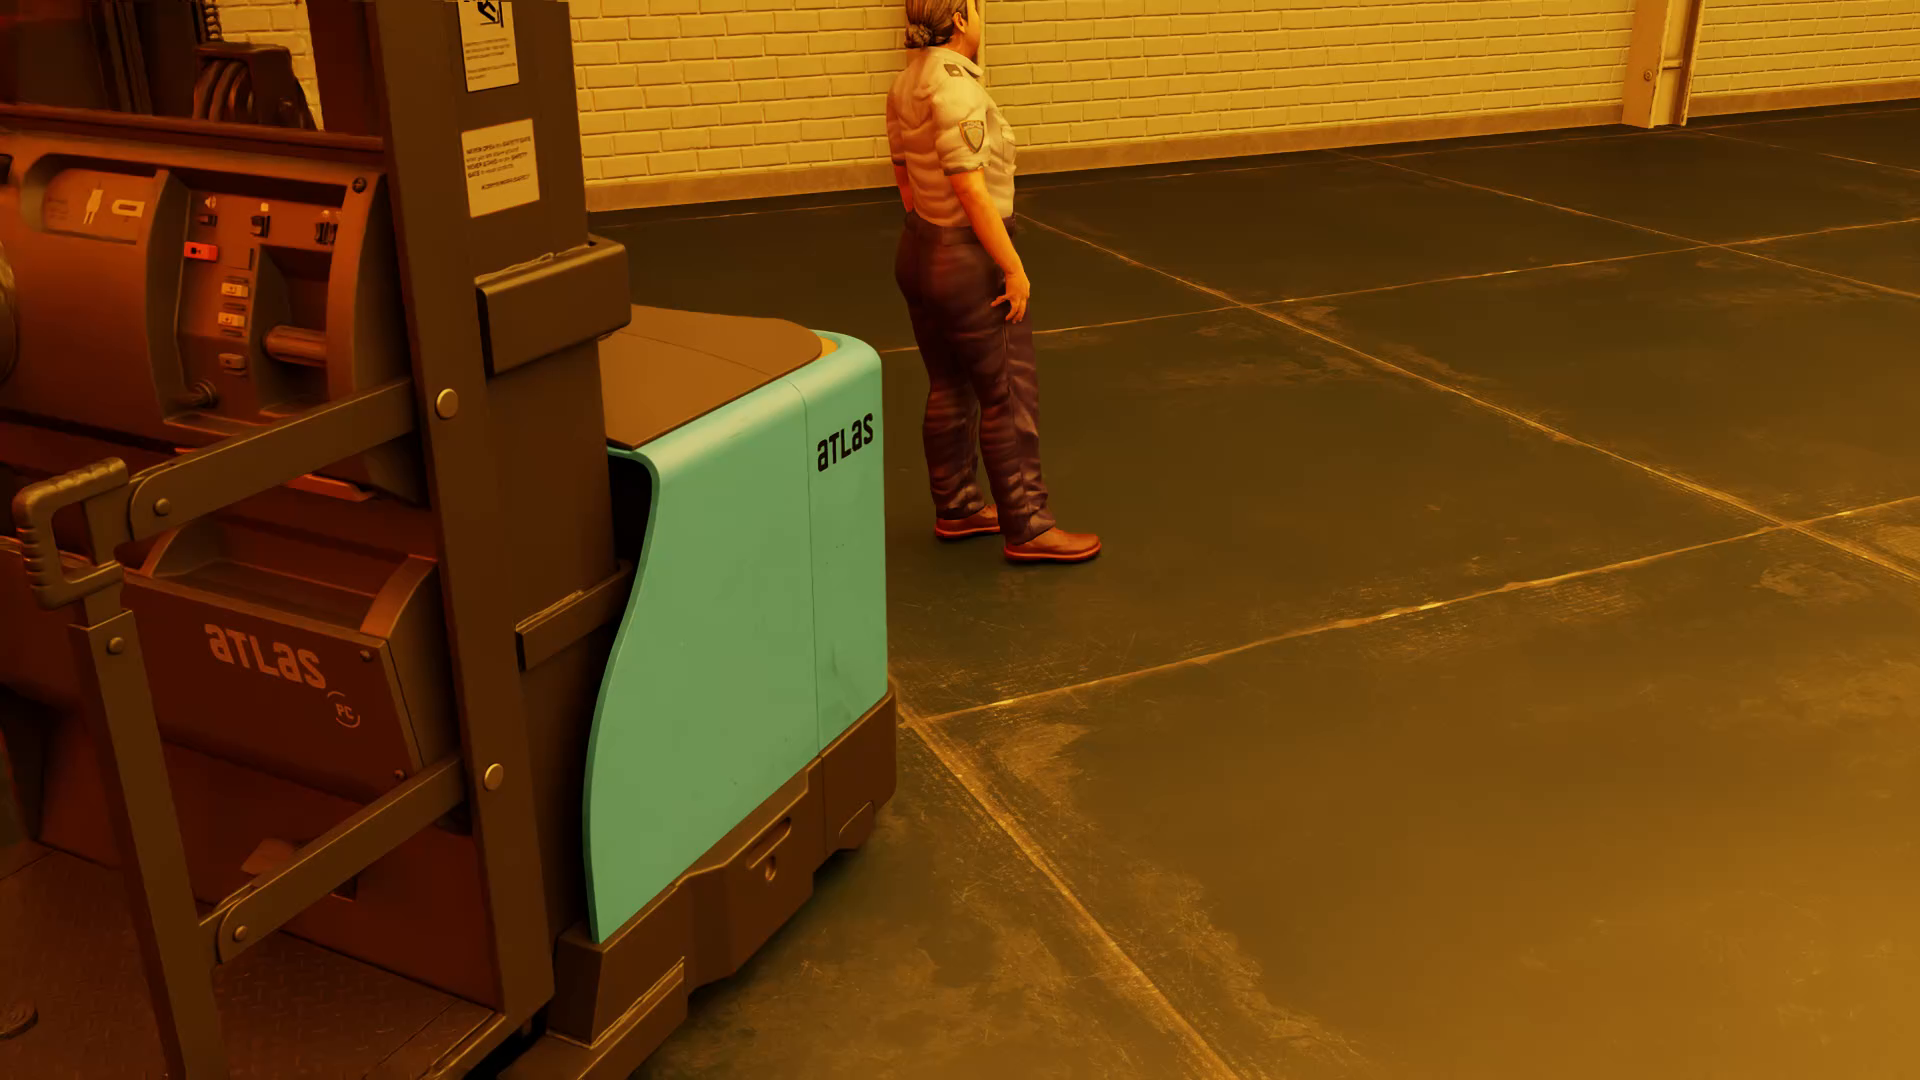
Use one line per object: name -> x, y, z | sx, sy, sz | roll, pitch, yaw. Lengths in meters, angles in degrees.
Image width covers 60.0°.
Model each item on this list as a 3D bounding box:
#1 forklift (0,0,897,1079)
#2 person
forklift -> -1.247, -0.338, 2.100 | 1.130, 2.935, 3.031 | 11, 25, 24
person -> 0.090, -0.774, 4.804 | 0.503, 1.650, 0.599 | -10, 25, -23
